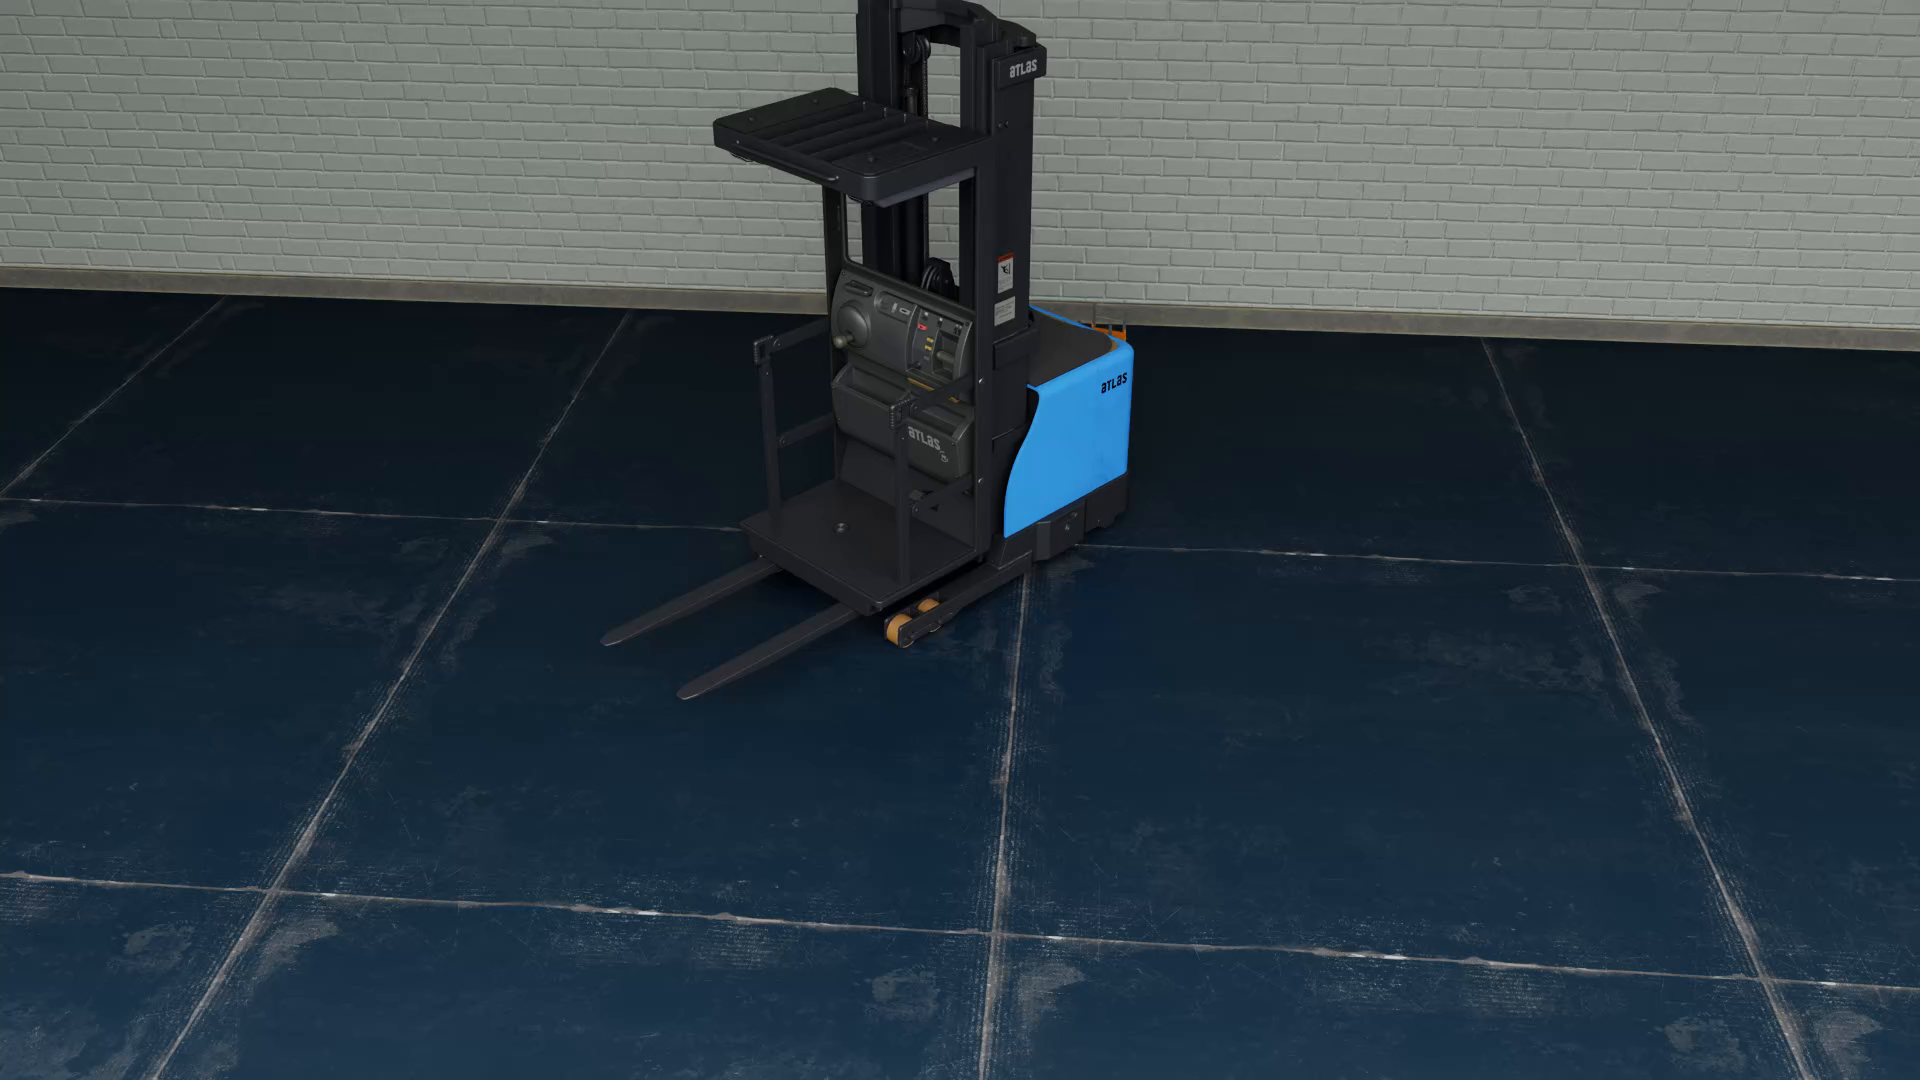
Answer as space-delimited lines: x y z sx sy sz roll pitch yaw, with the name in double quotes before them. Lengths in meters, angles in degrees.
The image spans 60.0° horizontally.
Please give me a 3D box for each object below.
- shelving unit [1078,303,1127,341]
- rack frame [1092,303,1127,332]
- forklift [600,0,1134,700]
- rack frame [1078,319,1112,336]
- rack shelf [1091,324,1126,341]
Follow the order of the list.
"shelving unit" 0.797 -0.814 9.570 0.215 1.050 0.252 13 34 21
"rack frame" 0.847 -0.872 9.665 0.200 1.050 0.008 13 34 21
"forklift" -0.443 -1.012 8.099 1.130 2.935 3.031 27 41 37
"rack frame" 0.746 -0.756 9.476 0.200 1.050 0.008 13 34 21
"rack shelf" 0.797 -1.047 9.427 0.215 0.259 0.240 13 34 21
